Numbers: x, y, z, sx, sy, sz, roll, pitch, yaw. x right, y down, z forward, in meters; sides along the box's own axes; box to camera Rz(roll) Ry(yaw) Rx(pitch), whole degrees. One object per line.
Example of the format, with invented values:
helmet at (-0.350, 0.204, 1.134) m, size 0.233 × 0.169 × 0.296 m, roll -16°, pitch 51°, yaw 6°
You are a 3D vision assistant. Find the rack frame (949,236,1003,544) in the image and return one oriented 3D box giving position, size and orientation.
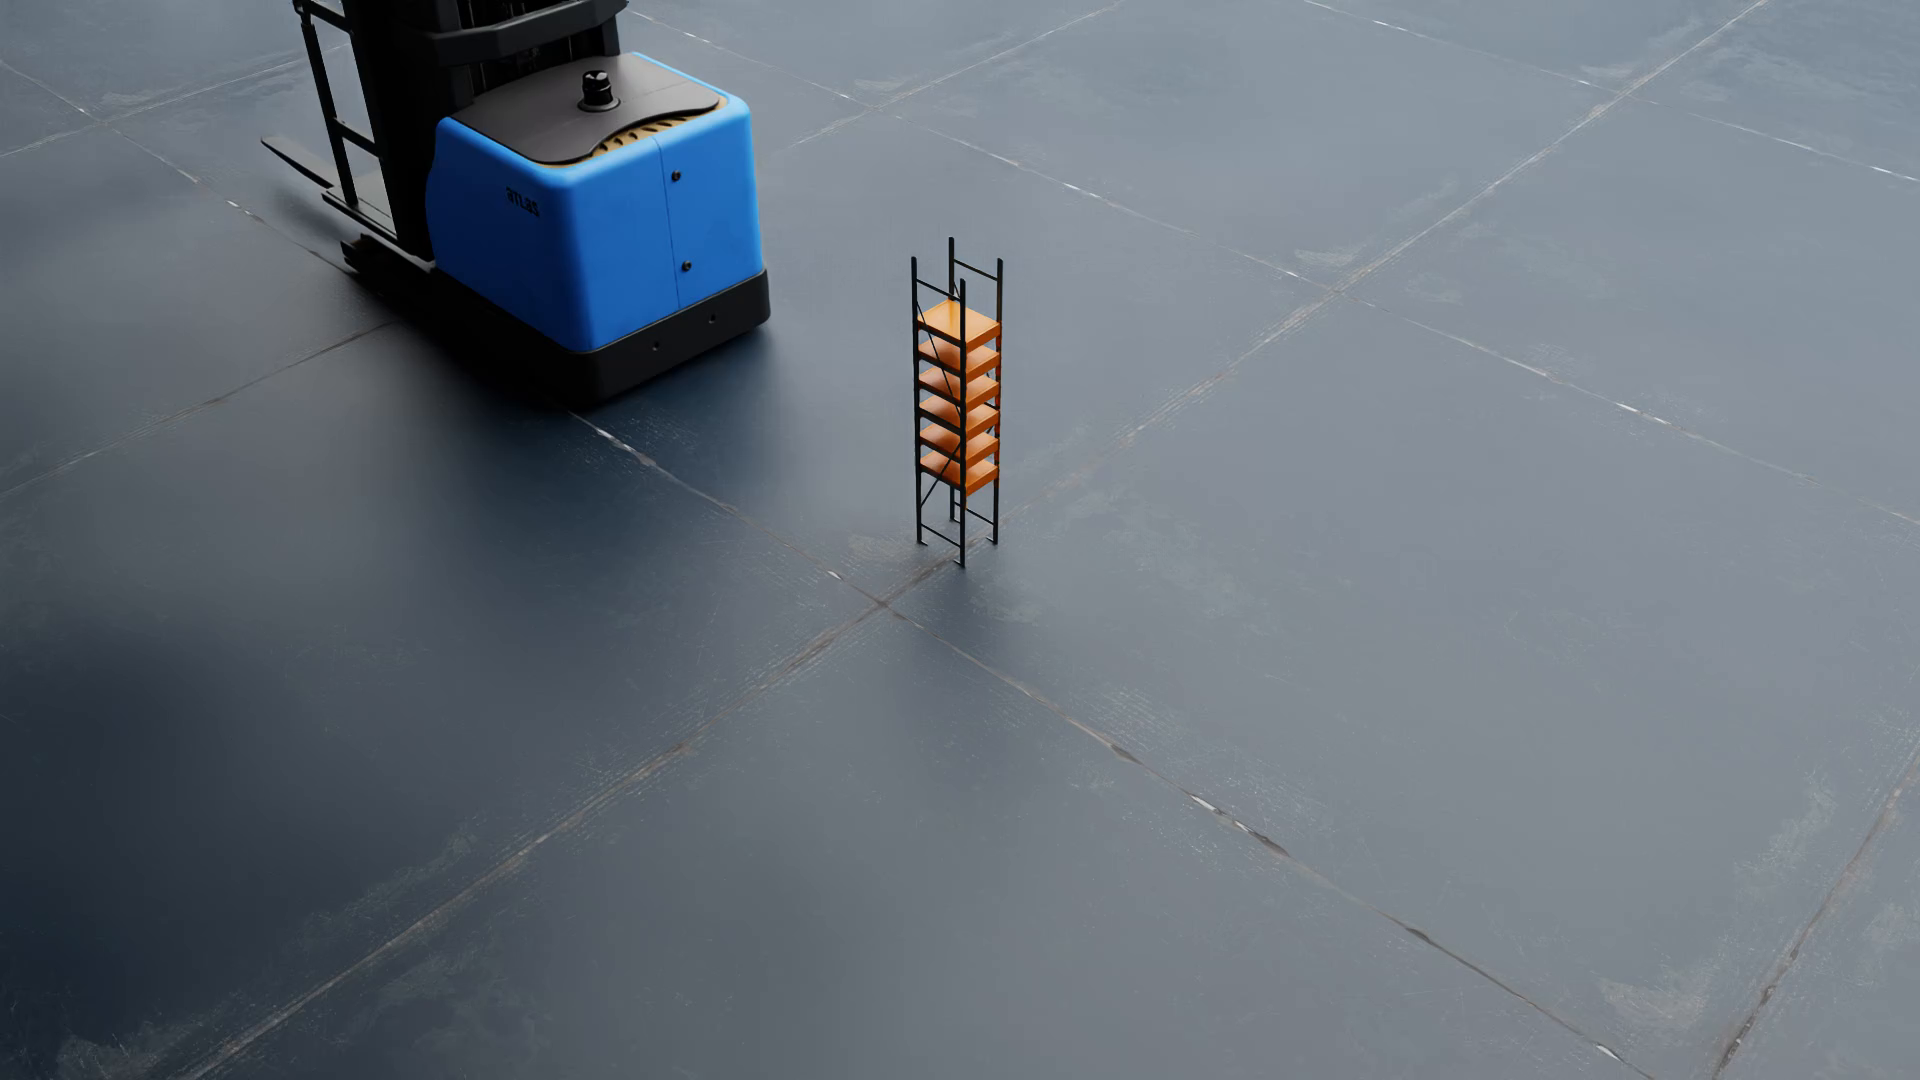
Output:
rack frame at (0.052, -0.505, 5.921) m, size 0.240 × 1.200 × 0.006 m, roll 30°, pitch 47°, yaw 32°

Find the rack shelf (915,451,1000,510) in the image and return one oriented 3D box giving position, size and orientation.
rack shelf at (-0.010, -0.240, 6.045) m, size 0.258 × 0.103 × 0.180 m, roll 30°, pitch 47°, yaw 32°

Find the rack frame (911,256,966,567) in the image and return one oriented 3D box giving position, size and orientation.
rack frame at (-0.071, -0.421, 5.815) m, size 0.240 × 1.200 × 0.006 m, roll 30°, pitch 47°, yaw 32°

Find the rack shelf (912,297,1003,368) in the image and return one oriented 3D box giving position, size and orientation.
rack shelf at (-0.010, -0.710, 5.672) m, size 0.258 × 0.103 × 0.180 m, roll 30°, pitch 47°, yaw 32°

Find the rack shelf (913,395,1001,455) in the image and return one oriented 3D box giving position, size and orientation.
rack shelf at (-0.010, -0.428, 5.896) m, size 0.258 × 0.103 × 0.180 m, roll 30°, pitch 47°, yaw 32°

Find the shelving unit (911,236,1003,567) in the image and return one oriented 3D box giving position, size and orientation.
shelving unit at (-0.010, -0.463, 5.868) m, size 0.258 × 1.200 × 0.189 m, roll 30°, pitch 47°, yaw 32°

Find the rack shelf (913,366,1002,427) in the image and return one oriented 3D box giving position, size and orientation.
rack shelf at (-0.010, -0.522, 5.821) m, size 0.258 × 0.103 × 0.180 m, roll 30°, pitch 47°, yaw 32°

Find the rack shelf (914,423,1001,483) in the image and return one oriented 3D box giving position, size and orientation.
rack shelf at (-0.010, -0.334, 5.971) m, size 0.258 × 0.103 × 0.180 m, roll 30°, pitch 47°, yaw 32°

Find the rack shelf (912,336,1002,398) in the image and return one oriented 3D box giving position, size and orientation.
rack shelf at (-0.010, -0.616, 5.746) m, size 0.258 × 0.103 × 0.180 m, roll 30°, pitch 47°, yaw 32°

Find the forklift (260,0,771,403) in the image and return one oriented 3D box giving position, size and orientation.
forklift at (-2.250, -2.517, 7.060) m, size 3.031 × 2.935 × 1.130 m, roll 31°, pitch 48°, yaw 33°
